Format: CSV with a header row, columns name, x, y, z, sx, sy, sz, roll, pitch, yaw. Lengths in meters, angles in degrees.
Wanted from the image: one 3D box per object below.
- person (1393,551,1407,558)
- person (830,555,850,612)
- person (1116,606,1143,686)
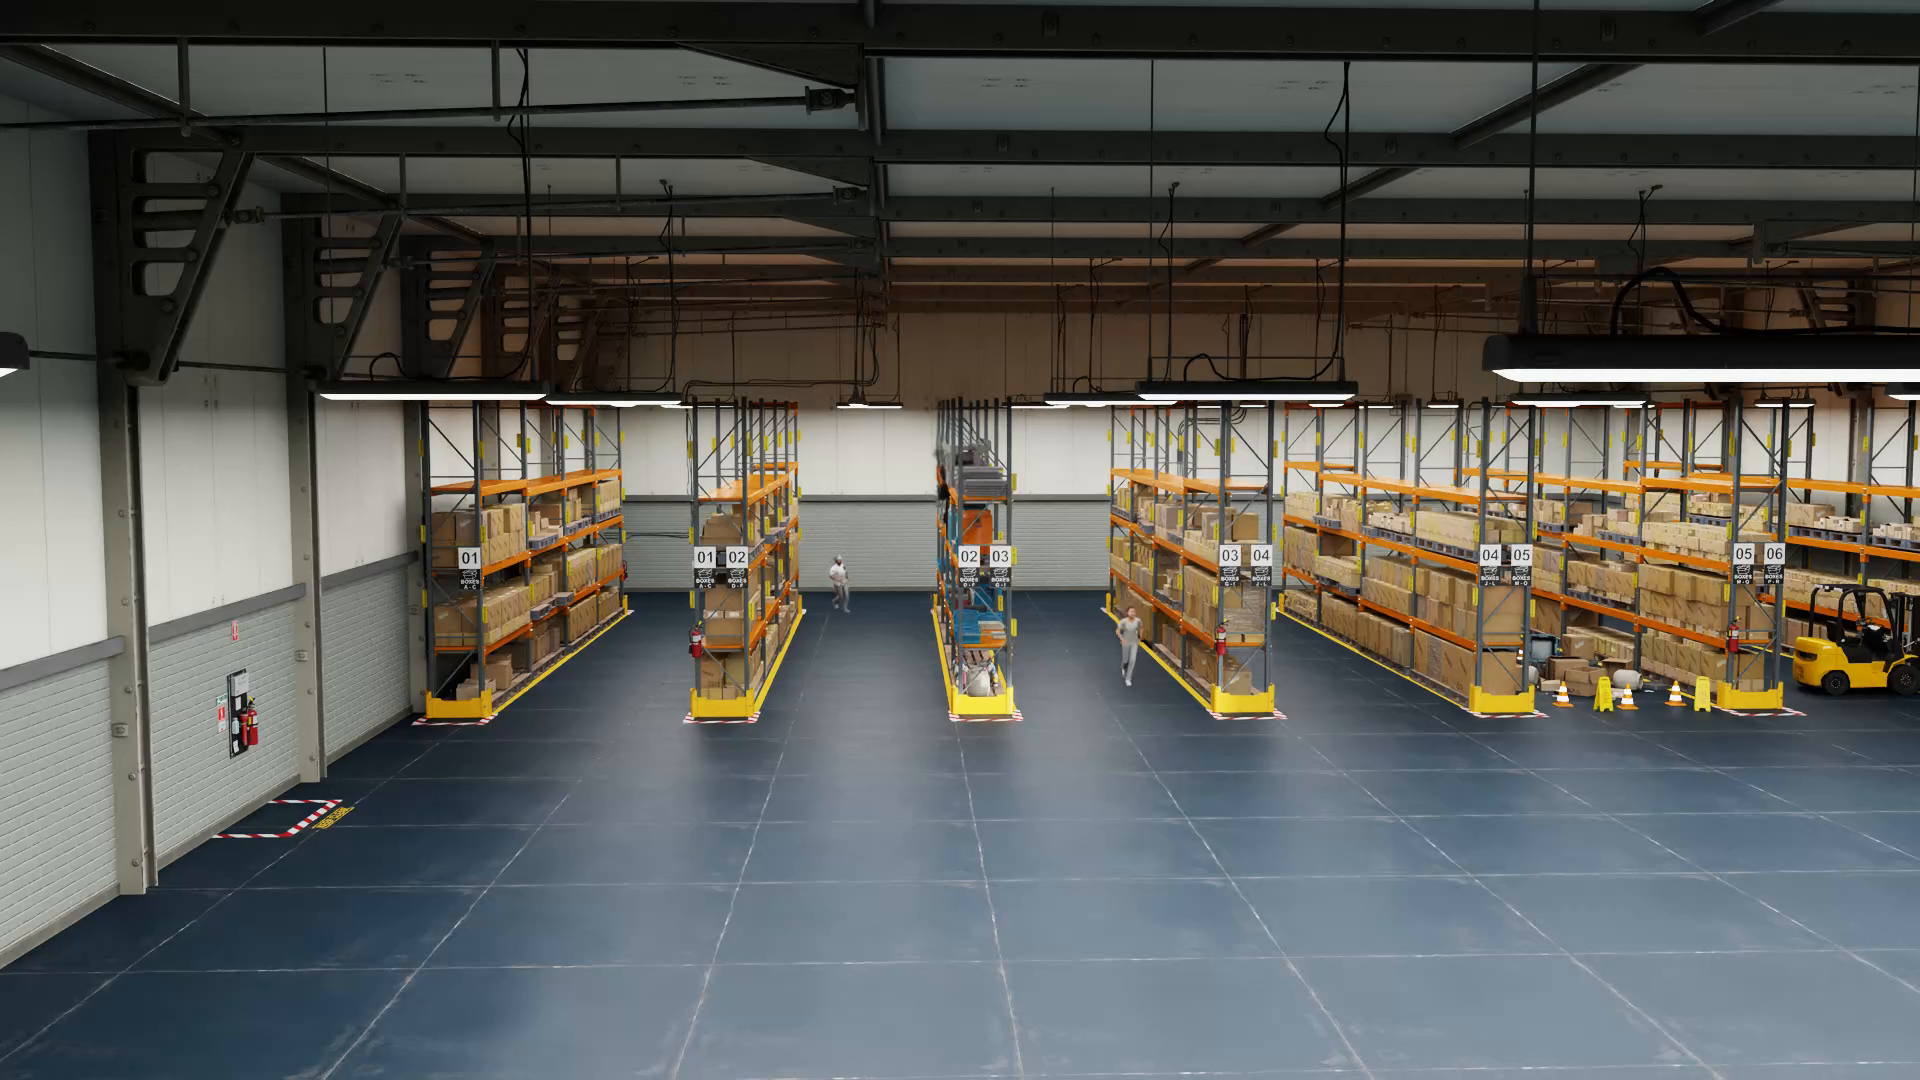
name,x,y,z,sx,sy,sz,roll,pitch,yaw
person,13.293,1.003,50.389,0.585,1.676,0.660,-2,5,-26
person,-3.485,1.248,47.533,0.631,1.651,0.612,4,6,43
person,3.588,2.205,35.087,0.589,1.651,0.796,0,4,-5
